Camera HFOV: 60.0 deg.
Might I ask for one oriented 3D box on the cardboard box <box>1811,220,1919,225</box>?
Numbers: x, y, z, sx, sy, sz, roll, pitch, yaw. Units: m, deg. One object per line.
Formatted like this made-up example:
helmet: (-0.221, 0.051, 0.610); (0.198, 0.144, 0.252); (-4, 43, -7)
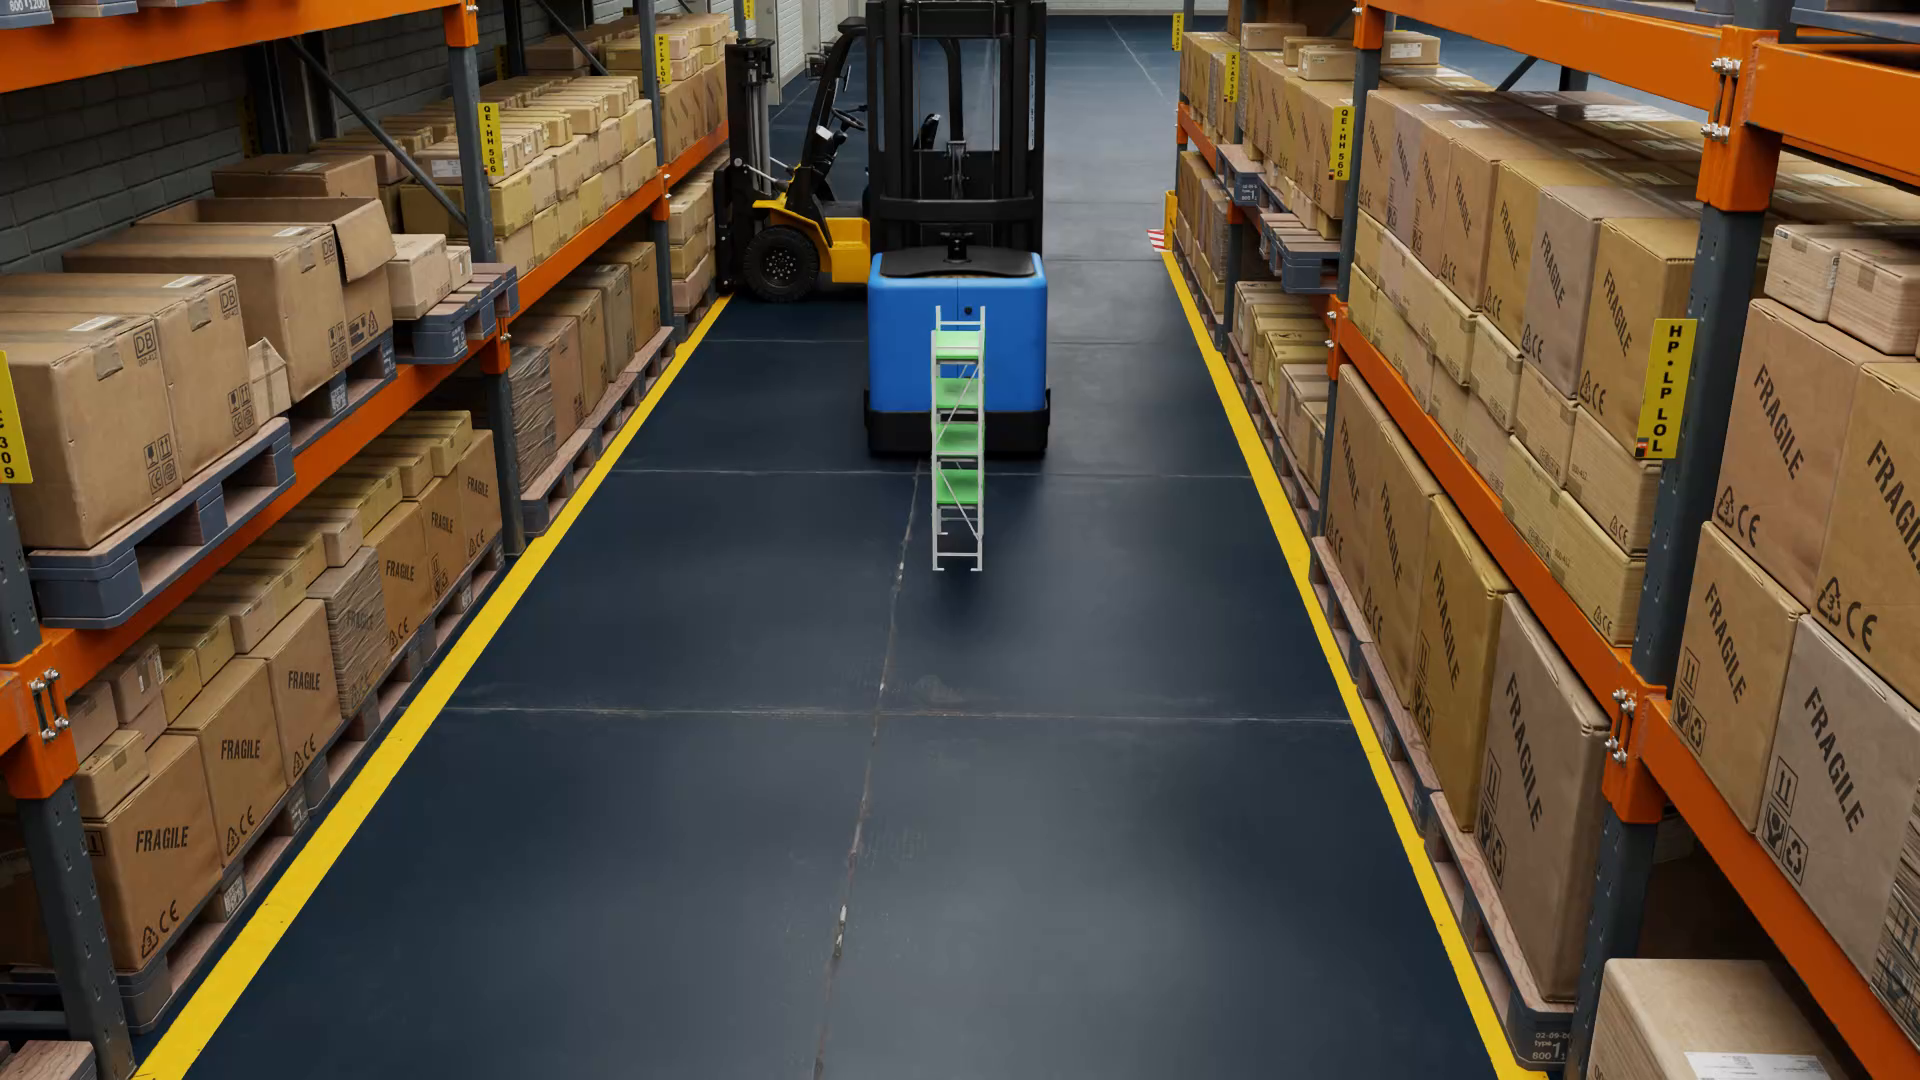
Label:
cardboard box: (2.446, -0.504, 4.161); (0.500, 0.500, 0.500); (1, 21, 2)

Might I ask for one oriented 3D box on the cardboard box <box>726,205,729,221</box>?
cardboard box: (-2.193, -2.646, 13.731); (0.500, 0.250, 0.500); (1, 21, 1)

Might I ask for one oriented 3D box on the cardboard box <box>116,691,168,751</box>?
cardboard box: (-2.609, 0.551, 4.941); (0.380, 0.149, 0.250); (0, 21, 0)

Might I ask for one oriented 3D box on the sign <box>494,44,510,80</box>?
sign: (-3.128, -3.227, 11.394); (0.100, 0.325, 0.005); (1, 21, 2)

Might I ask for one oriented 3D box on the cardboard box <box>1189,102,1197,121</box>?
cardboard box: (2.156, -3.659, 14.160); (0.380, 0.149, 0.250); (1, 21, 2)

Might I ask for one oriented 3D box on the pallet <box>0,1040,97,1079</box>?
pallet: (-2.838, 1.660, 3.960); (1.003, 0.211, 1.213); (1, 21, 2)

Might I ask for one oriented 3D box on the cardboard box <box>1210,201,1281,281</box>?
cardboard box: (2.138, -2.208, 12.258); (0.500, 0.500, 0.500); (0, 21, 1)

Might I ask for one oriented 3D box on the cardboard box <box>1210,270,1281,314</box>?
cardboard box: (2.138, -1.859, 12.393); (0.500, 0.250, 0.500); (2, 21, 4)

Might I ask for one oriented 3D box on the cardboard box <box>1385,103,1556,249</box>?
cardboard box: (2.002, -1.439, 6.572); (0.500, 0.500, 0.500); (1, 21, 2)

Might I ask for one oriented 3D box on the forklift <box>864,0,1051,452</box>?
forklift: (-0.027, -2.360, 10.560); (1.130, 2.935, 3.031); (0, 21, -1)

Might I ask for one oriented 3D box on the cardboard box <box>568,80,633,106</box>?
cardboard box: (-2.351, -2.911, 10.849); (0.380, 0.149, 0.250); (0, 21, 1)

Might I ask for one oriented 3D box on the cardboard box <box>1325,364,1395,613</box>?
cardboard box: (2.163, -0.238, 7.353); (0.875, 0.875, 0.875); (0, 21, 1)

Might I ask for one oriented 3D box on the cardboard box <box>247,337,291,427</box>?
cardboard box: (-2.391, -0.520, 5.328); (0.396, 0.266, 0.258); (2, 21, 4)

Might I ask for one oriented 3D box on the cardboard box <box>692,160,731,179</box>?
cardboard box: (-2.169, -3.070, 14.134); (0.500, 0.250, 0.500); (1, 21, 2)

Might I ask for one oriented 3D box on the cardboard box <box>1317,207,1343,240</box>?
cardboard box: (1.977, -1.579, 8.219); (0.380, 0.149, 0.250); (1, 21, 2)

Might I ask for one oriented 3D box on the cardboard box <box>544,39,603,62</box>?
cardboard box: (-2.822, -3.574, 12.147); (0.380, 0.149, 0.250); (0, 21, 1)

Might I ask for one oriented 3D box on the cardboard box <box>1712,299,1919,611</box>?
cardboard box: (1.888, -0.179, 3.322); (0.500, 0.500, 0.500); (1, 21, 2)

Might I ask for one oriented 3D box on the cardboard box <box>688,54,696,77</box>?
cardboard box: (-2.223, -3.614, 12.662); (0.380, 0.149, 0.250); (0, 21, 1)

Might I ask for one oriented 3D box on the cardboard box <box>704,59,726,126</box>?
cardboard box: (-2.244, -3.721, 13.833); (0.500, 0.500, 0.500); (0, 21, 1)

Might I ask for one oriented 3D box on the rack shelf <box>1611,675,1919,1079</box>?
rack shelf: (2.084, 1.223, 2.225); (1.077, 0.370, 4.000); (1, 21, 2)

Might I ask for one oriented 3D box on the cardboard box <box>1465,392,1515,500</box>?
cardboard box: (1.958, -0.297, 5.355); (0.500, 0.250, 0.500); (0, 21, 0)

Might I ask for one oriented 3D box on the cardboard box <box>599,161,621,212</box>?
cardboard box: (-2.383, -2.165, 10.170); (0.500, 0.250, 0.500); (1, 21, 2)

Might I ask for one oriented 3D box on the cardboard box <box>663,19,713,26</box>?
cardboard box: (-2.291, -4.310, 14.044); (0.380, 0.149, 0.250); (1, 21, 2)

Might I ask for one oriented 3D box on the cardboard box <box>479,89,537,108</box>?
cardboard box: (-2.854, -2.726, 10.374); (0.380, 0.149, 0.250); (0, 21, 1)

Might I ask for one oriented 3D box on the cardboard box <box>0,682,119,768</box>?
cardboard box: (-2.600, 0.512, 4.629); (0.380, 0.149, 0.250); (0, 21, 1)

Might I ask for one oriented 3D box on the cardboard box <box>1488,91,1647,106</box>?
cardboard box: (2.512, -1.605, 6.998); (0.500, 0.500, 0.500); (0, 21, 0)

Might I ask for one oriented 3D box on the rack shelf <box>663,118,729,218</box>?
rack shelf: (-2.512, -3.169, 13.544); (1.077, 0.370, 4.000); (1, 21, 2)

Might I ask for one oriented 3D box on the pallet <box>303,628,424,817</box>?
pallet: (-2.795, 0.675, 6.499); (1.003, 0.211, 1.213); (1, 21, 2)

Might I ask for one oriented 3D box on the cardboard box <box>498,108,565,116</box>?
cardboard box: (-2.451, -2.358, 9.424); (0.380, 0.149, 0.250); (1, 21, 2)

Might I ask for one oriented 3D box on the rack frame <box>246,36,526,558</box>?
rack frame: (-2.695, -1.335, 7.823); (1.000, 3.000, 0.127); (1, 21, 2)

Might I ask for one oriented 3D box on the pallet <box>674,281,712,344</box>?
pallet: (-2.507, -1.768, 12.795); (1.003, 0.211, 1.213); (1, 21, 2)

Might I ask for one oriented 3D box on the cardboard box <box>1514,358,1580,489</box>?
cardboard box: (1.923, -0.342, 4.779); (0.500, 0.250, 0.500); (1, 21, 3)

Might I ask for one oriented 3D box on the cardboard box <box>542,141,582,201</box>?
cardboard box: (-2.387, -2.026, 9.120); (0.500, 0.250, 0.500); (0, 21, 0)

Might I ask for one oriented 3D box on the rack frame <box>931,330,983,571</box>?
rack frame: (-0.012, -0.411, 7.930); (0.240, 1.200, 0.015); (1, 21, 2)

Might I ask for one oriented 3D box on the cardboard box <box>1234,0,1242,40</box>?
cardboard box: (2.690, -4.456, 13.934); (0.700, 0.500, 0.500); (1, 21, 2)

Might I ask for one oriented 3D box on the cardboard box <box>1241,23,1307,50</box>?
cardboard box: (2.021, -3.245, 10.720); (0.380, 0.149, 0.250); (1, 21, 1)

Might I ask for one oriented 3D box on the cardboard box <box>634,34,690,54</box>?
cardboard box: (-2.259, -3.755, 12.614); (0.380, 0.149, 0.250); (0, 21, 1)

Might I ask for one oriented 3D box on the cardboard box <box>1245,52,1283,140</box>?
cardboard box: (2.073, -2.762, 10.370); (0.500, 0.500, 0.500); (1, 21, 2)

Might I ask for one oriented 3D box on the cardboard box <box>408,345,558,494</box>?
cardboard box: (-2.662, -0.649, 8.757); (0.875, 0.625, 0.625); (1, 21, 3)

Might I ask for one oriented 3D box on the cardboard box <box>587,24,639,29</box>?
cardboard box: (-2.823, -4.128, 13.574); (0.380, 0.149, 0.250); (0, 21, 0)

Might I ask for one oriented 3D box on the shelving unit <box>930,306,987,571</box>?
shelving unit: (-0.005, -0.500, 8.158); (0.258, 1.200, 0.503); (1, 21, 2)

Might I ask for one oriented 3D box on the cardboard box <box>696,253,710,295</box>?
cardboard box: (-2.228, -2.050, 12.887); (0.500, 0.250, 0.500); (0, 21, 0)

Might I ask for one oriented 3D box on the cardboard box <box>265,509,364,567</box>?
cardboard box: (-2.525, -0.007, 6.380); (0.380, 0.149, 0.250); (0, 21, -1)

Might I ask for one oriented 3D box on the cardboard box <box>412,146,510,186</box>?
cardboard box: (-2.391, -1.796, 7.976); (0.380, 0.149, 0.250); (1, 21, 3)

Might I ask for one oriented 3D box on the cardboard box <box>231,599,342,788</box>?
cardboard box: (-2.551, 0.535, 5.878); (0.500, 0.500, 0.500); (0, 21, 0)

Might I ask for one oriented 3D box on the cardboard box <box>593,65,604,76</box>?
cardboard box: (-2.831, -3.436, 12.202); (0.380, 0.149, 0.250); (1, 21, 3)

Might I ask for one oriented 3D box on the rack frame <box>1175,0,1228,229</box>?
rack frame: (2.510, -4.174, 15.140); (1.000, 3.000, 0.127); (1, 21, 2)

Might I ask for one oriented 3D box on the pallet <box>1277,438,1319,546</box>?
pallet: (2.292, -0.264, 8.918); (1.003, 0.211, 1.213); (1, 21, 2)

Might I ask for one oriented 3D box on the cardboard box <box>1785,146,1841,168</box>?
cardboard box: (7.482, -2.798, 13.949); (0.875, 0.875, 0.875); (0, 21, 1)

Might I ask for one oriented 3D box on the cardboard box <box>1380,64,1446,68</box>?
cardboard box: (2.568, -2.574, 9.885); (0.500, 0.500, 0.500); (1, 21, 3)

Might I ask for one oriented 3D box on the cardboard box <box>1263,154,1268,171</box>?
cardboard box: (2.057, -2.324, 10.139); (0.380, 0.149, 0.250); (1, 21, 2)

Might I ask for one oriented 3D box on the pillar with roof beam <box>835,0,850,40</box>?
pillar with roof beam: (1.659, -15.413, 35.812); (9.100, 9.000, 0.400); (1, 21, 2)

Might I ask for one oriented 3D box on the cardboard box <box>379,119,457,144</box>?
cardboard box: (-2.899, -2.176, 8.955); (0.380, 0.149, 0.250); (1, 21, 1)

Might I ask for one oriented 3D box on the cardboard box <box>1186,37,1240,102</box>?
cardboard box: (2.206, -4.004, 14.152); (0.500, 0.500, 0.500); (1, 21, 3)

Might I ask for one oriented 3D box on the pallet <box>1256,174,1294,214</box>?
pallet: (2.286, -1.909, 9.566); (1.003, 0.211, 1.213); (1, 21, 2)
